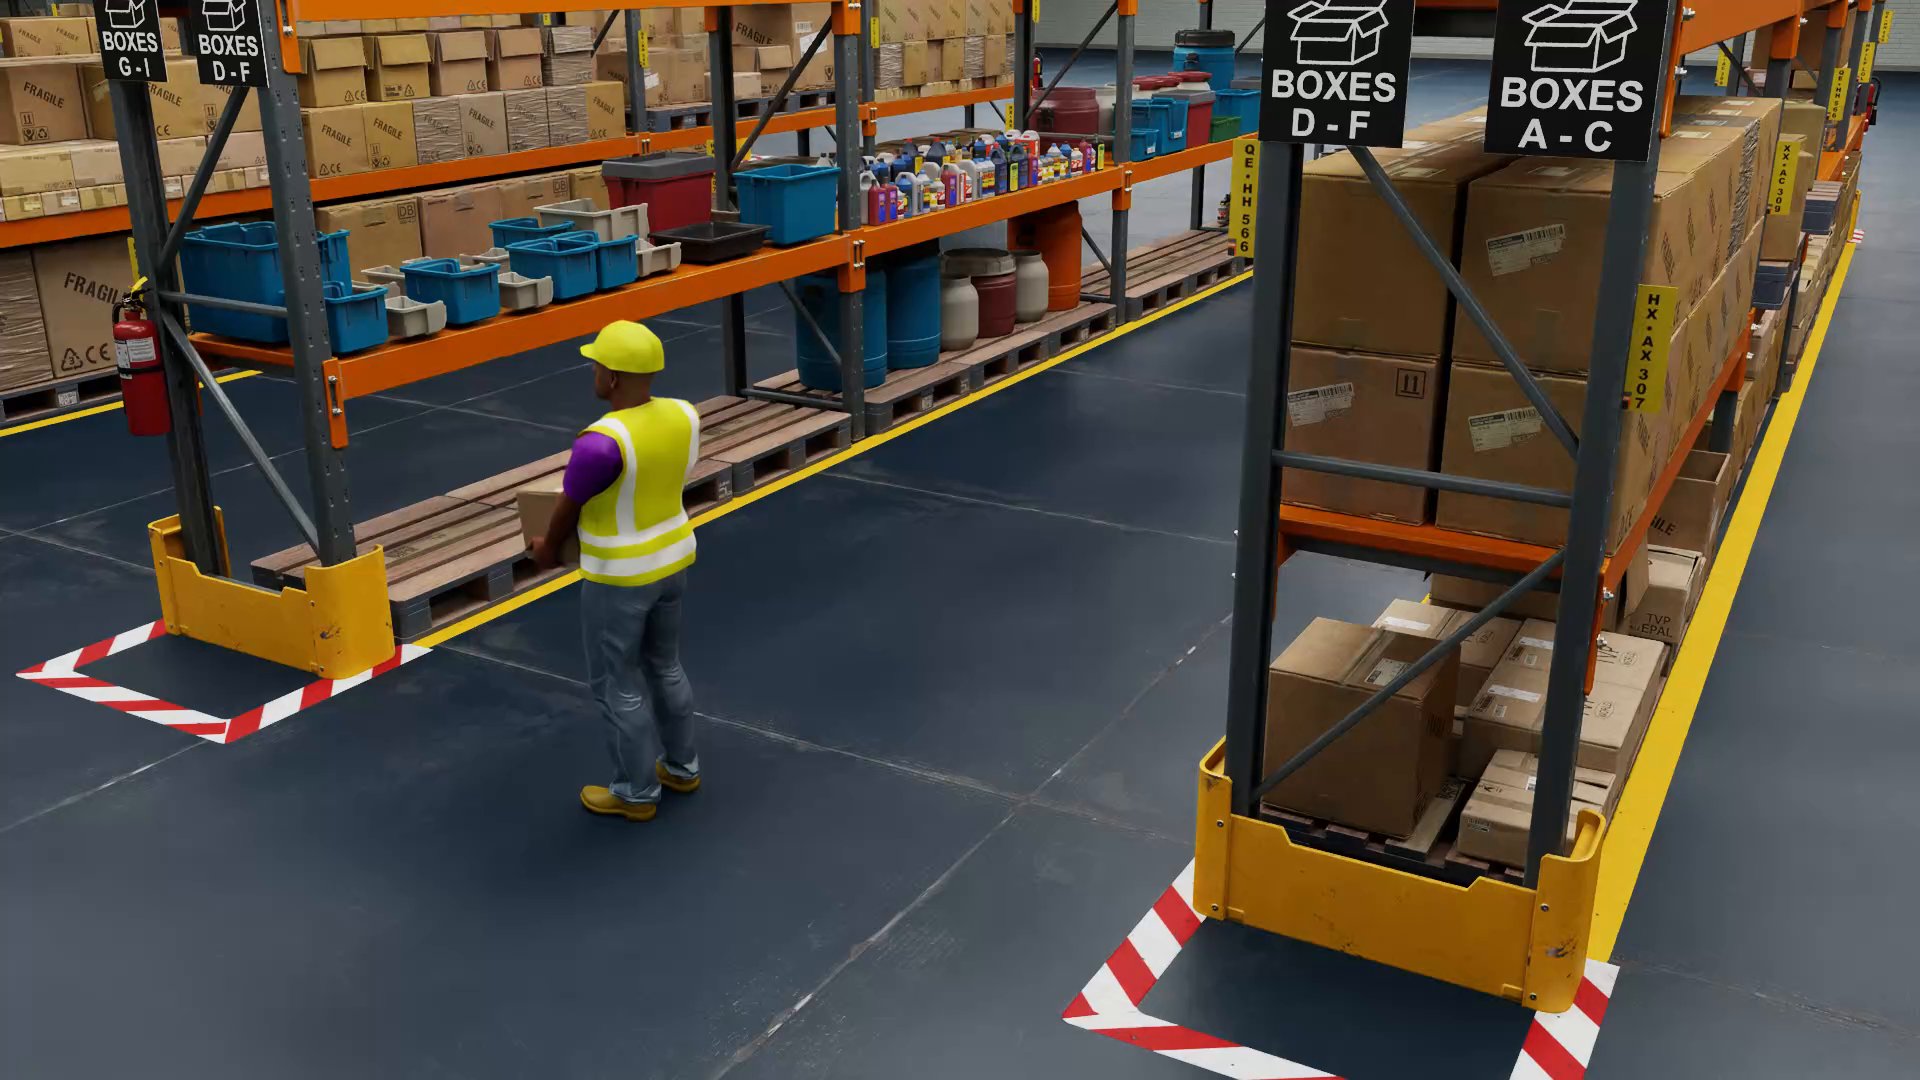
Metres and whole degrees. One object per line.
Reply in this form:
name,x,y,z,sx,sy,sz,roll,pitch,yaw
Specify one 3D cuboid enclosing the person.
person,1.585,-2.263,12.500,2.927,1.761,15.637,11,22,28
